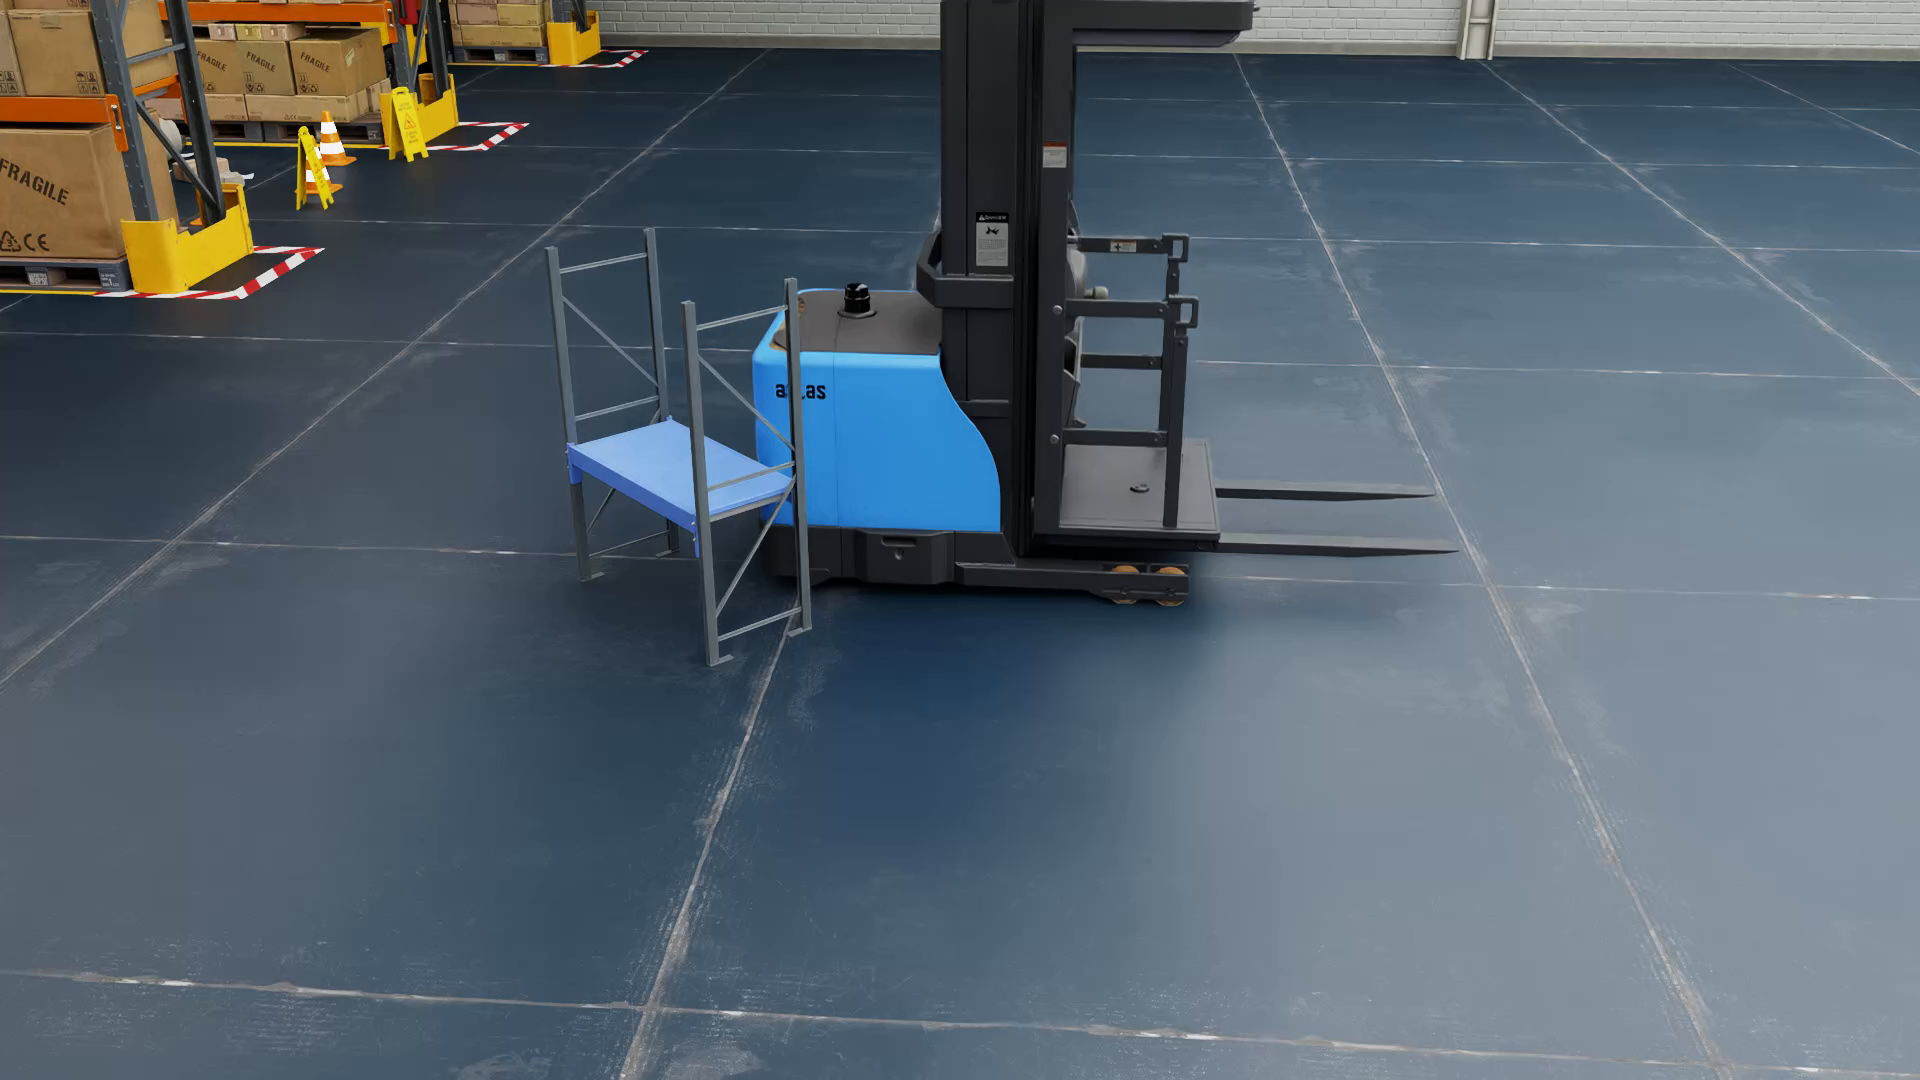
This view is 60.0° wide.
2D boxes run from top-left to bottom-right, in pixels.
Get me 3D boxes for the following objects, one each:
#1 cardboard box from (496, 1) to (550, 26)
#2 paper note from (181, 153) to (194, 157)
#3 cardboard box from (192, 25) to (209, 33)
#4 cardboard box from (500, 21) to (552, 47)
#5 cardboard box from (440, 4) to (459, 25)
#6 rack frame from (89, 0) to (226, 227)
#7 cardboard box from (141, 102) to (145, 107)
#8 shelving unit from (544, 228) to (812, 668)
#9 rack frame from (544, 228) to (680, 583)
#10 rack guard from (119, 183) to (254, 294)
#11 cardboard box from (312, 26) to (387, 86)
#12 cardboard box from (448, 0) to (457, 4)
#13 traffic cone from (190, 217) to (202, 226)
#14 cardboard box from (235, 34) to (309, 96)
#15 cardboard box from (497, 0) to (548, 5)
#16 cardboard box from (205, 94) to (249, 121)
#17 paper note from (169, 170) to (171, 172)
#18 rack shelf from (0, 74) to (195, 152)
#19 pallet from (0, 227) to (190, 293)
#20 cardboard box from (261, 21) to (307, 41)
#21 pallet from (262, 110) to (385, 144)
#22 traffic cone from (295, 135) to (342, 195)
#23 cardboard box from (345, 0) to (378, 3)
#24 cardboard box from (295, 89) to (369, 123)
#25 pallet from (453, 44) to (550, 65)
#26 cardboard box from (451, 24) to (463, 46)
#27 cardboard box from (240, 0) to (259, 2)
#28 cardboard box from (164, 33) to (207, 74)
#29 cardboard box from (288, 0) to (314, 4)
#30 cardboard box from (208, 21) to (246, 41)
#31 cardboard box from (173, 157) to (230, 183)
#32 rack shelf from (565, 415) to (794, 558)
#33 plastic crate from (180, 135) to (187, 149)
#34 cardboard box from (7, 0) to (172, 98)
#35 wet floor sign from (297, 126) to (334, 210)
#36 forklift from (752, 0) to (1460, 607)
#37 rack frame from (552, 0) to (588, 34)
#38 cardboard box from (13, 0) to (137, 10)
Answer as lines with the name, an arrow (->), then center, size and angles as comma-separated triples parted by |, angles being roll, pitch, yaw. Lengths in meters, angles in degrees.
cardboard box -> -5.368, -6.490, 20.454 | 0.500, 0.250, 0.500 | 2, 25, 3
paper note -> -7.227, -3.606, 15.551 | 0.148, 0.019, 0.142 | -7, 26, -14
cardboard box -> -7.597, -4.839, 16.567 | 0.500, 0.500, 0.500 | 3, 25, 7
cardboard box -> -5.351, -6.261, 20.555 | 0.500, 0.250, 0.500 | 2, 25, 4
cardboard box -> -6.383, -6.518, 20.516 | 0.500, 0.250, 0.500 | 1, 25, 3
rack frame -> -5.513, -3.300, 11.334 | 0.127, 3.000, 1.000 | 2, 25, 4
cardboard box -> -8.122, -4.293, 16.278 | 0.500, 0.250, 0.500 | 3, 25, 7
shelving unit -> -1.151, -0.405, 6.835 | 0.538, 1.500, 1.048 | -20, 31, -37
rack frame -> -1.485, -0.565, 7.184 | 0.500, 1.500, 0.032 | -20, 31, -37
rack guard -> -5.489, -2.164, 11.855 | 0.348, 0.500, 1.175 | 2, 25, 4
cardboard box -> -6.042, -4.791, 16.463 | 0.500, 0.500, 0.500 | 1, 25, 2
cardboard box -> -6.355, -6.742, 20.405 | 0.500, 0.250, 0.500 | 2, 25, 5
traffic cone -> -5.934, -2.757, 13.188 | 0.334, 0.463, 0.336 | 2, 25, 4
cardboard box -> -6.574, -4.581, 16.008 | 0.500, 0.500, 0.500 | 3, 25, 6
cardboard box -> -5.342, -6.716, 20.349 | 0.500, 0.250, 0.500 | 3, 25, 6
cardboard box -> -7.100, -4.257, 16.199 | 0.500, 0.250, 0.500 | 1, 25, 2
paper note -> -7.165, -3.303, 14.906 | 0.142, 0.019, 0.148 | 11, 27, 22
rack shelf -> -7.507, -3.038, 11.624 | 4.000, 0.370, 1.077 | 2, 25, 4
pallet -> -6.316, -2.027, 11.902 | 1.213, 0.211, 1.003 | 2, 25, 4
cardboard box -> -6.425, -4.845, 15.804 | 0.250, 0.149, 0.380 | 3, 25, 6
pallet -> -6.118, -4.143, 16.502 | 1.213, 0.211, 1.003 | 2, 25, 4
traffic cone -> -5.508, -3.217, 14.188 | 0.334, 0.463, 0.336 | 2, 25, 4
cardboard box -> -5.624, -5.176, 15.710 | 0.250, 0.149, 0.380 | 3, 25, 6
cardboard box -> -6.085, -4.223, 16.126 | 0.500, 0.250, 0.500 | 2, 25, 4
pallet -> -5.624, -6.176, 20.919 | 1.213, 0.211, 1.003 | 2, 25, 4
cardboard box -> -6.345, -6.300, 20.641 | 0.500, 0.250, 0.500 | 2, 25, 5
cardboard box -> -6.643, -5.217, 15.800 | 0.250, 0.149, 0.380 | 2, 25, 5
cardboard box -> -7.604, -4.616, 16.084 | 0.500, 0.500, 0.500 | 3, 25, 7
cardboard box -> -6.139, -5.155, 15.664 | 0.250, 0.149, 0.380 | 1, 25, 3
cardboard box -> -6.938, -4.863, 15.844 | 0.250, 0.149, 0.380 | 3, 25, 6
cardboard box -> -6.696, -3.272, 14.682 | 0.250, 0.149, 0.380 | 16, 29, 31
rack shelf -> -1.151, -0.241, 6.911 | 0.538, 0.185, 1.000 | -20, 31, -37
plastic crate -> -7.721, -3.776, 15.862 | 0.583, 0.080, 0.402 | -7, 26, -14
cardboard box -> -5.887, -3.362, 11.288 | 0.550, 0.550, 0.875 | 2, 25, 4
wet floor sign -> -5.333, -3.055, 13.618 | 0.232, 0.644, 0.267 | -2, 25, -5
forklift -> 0.665, -1.279, 7.023 | 3.031, 2.935, 1.130 | 2, 25, 4
rack frame -> -4.859, -7.436, 20.321 | 0.127, 3.000, 1.000 | 2, 25, 4
cardboard box -> -5.880, -3.887, 11.138 | 0.550, 0.550, 0.875 | 2, 25, 4
